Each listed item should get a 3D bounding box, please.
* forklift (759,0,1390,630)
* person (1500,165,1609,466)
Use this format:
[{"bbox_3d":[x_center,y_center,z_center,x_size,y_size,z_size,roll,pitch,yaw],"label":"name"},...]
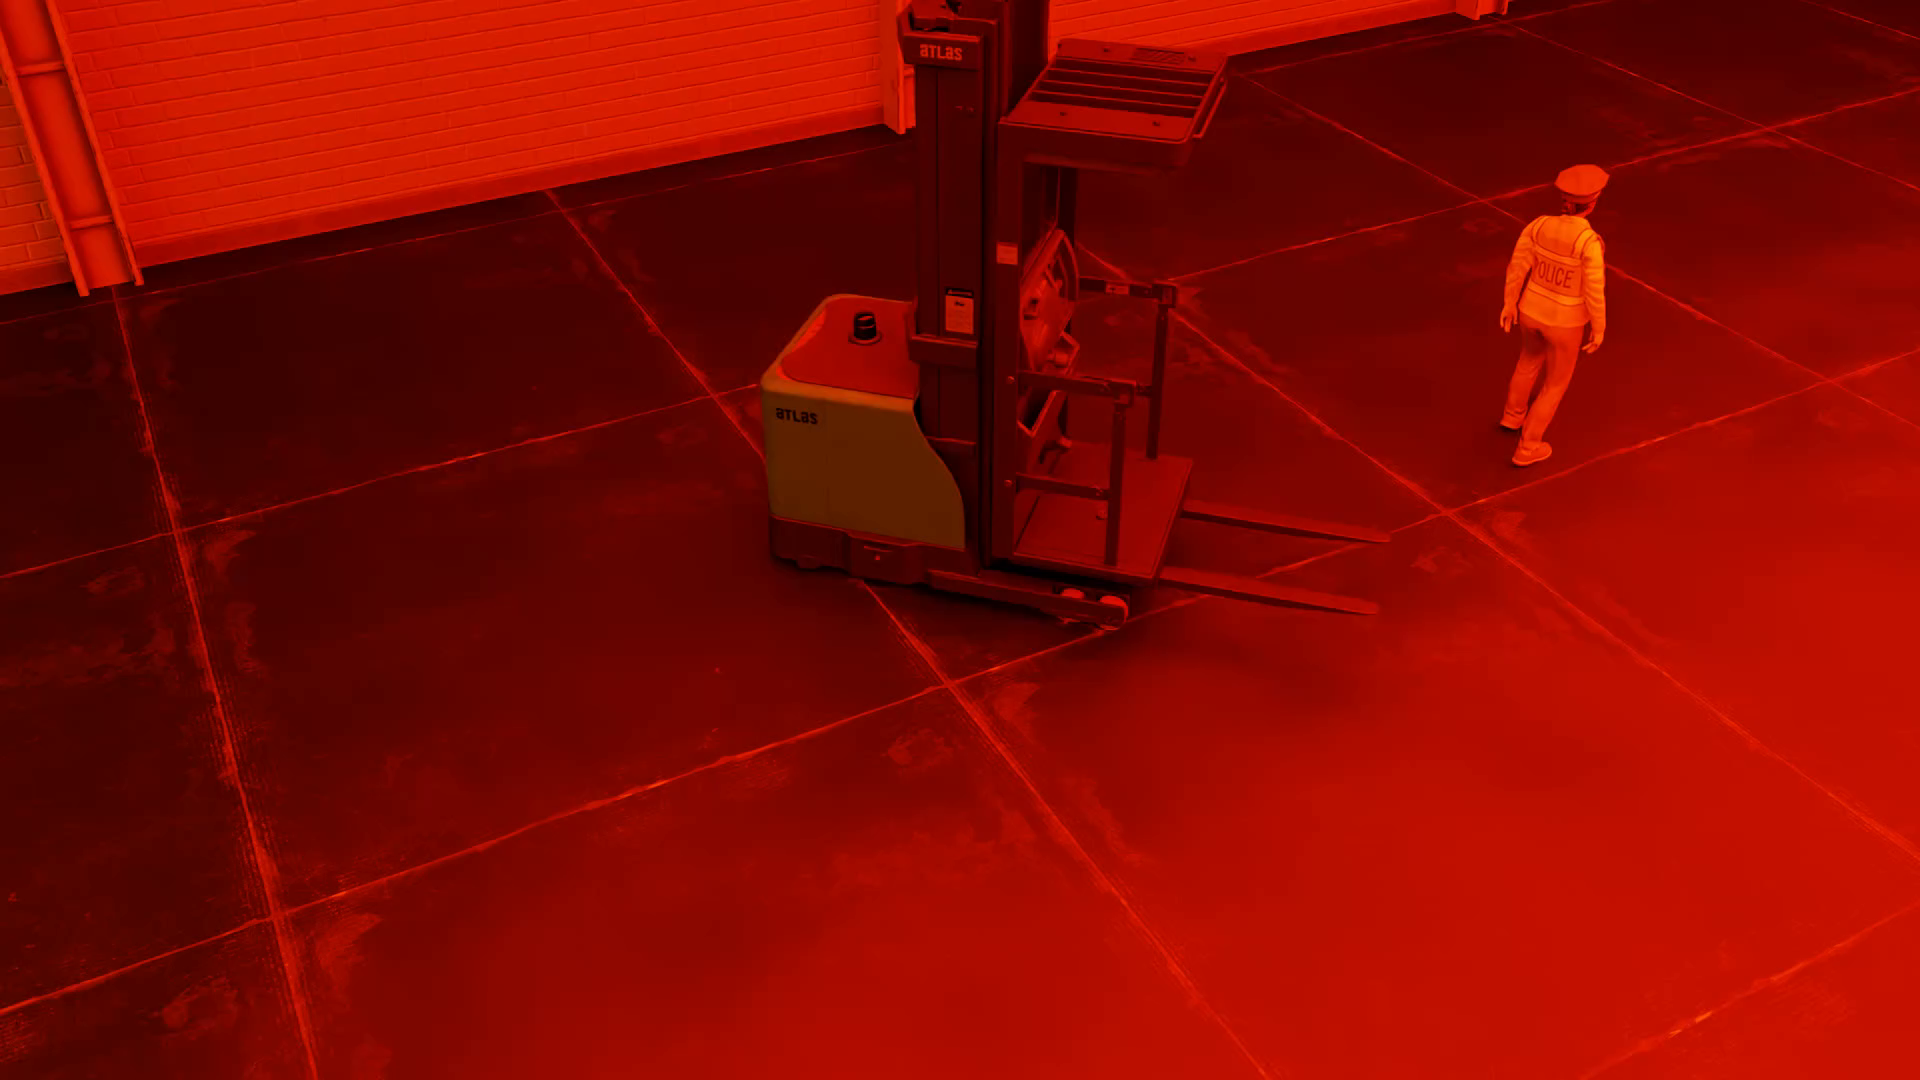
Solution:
[{"bbox_3d":[0.602,-1.104,7.685,3.031,2.935,1.130,10,36,14],"label":"forklift"},{"bbox_3d":[3.227,-1.191,8.960,0.498,1.721,0.579,-23,41,-29],"label":"person"}]
